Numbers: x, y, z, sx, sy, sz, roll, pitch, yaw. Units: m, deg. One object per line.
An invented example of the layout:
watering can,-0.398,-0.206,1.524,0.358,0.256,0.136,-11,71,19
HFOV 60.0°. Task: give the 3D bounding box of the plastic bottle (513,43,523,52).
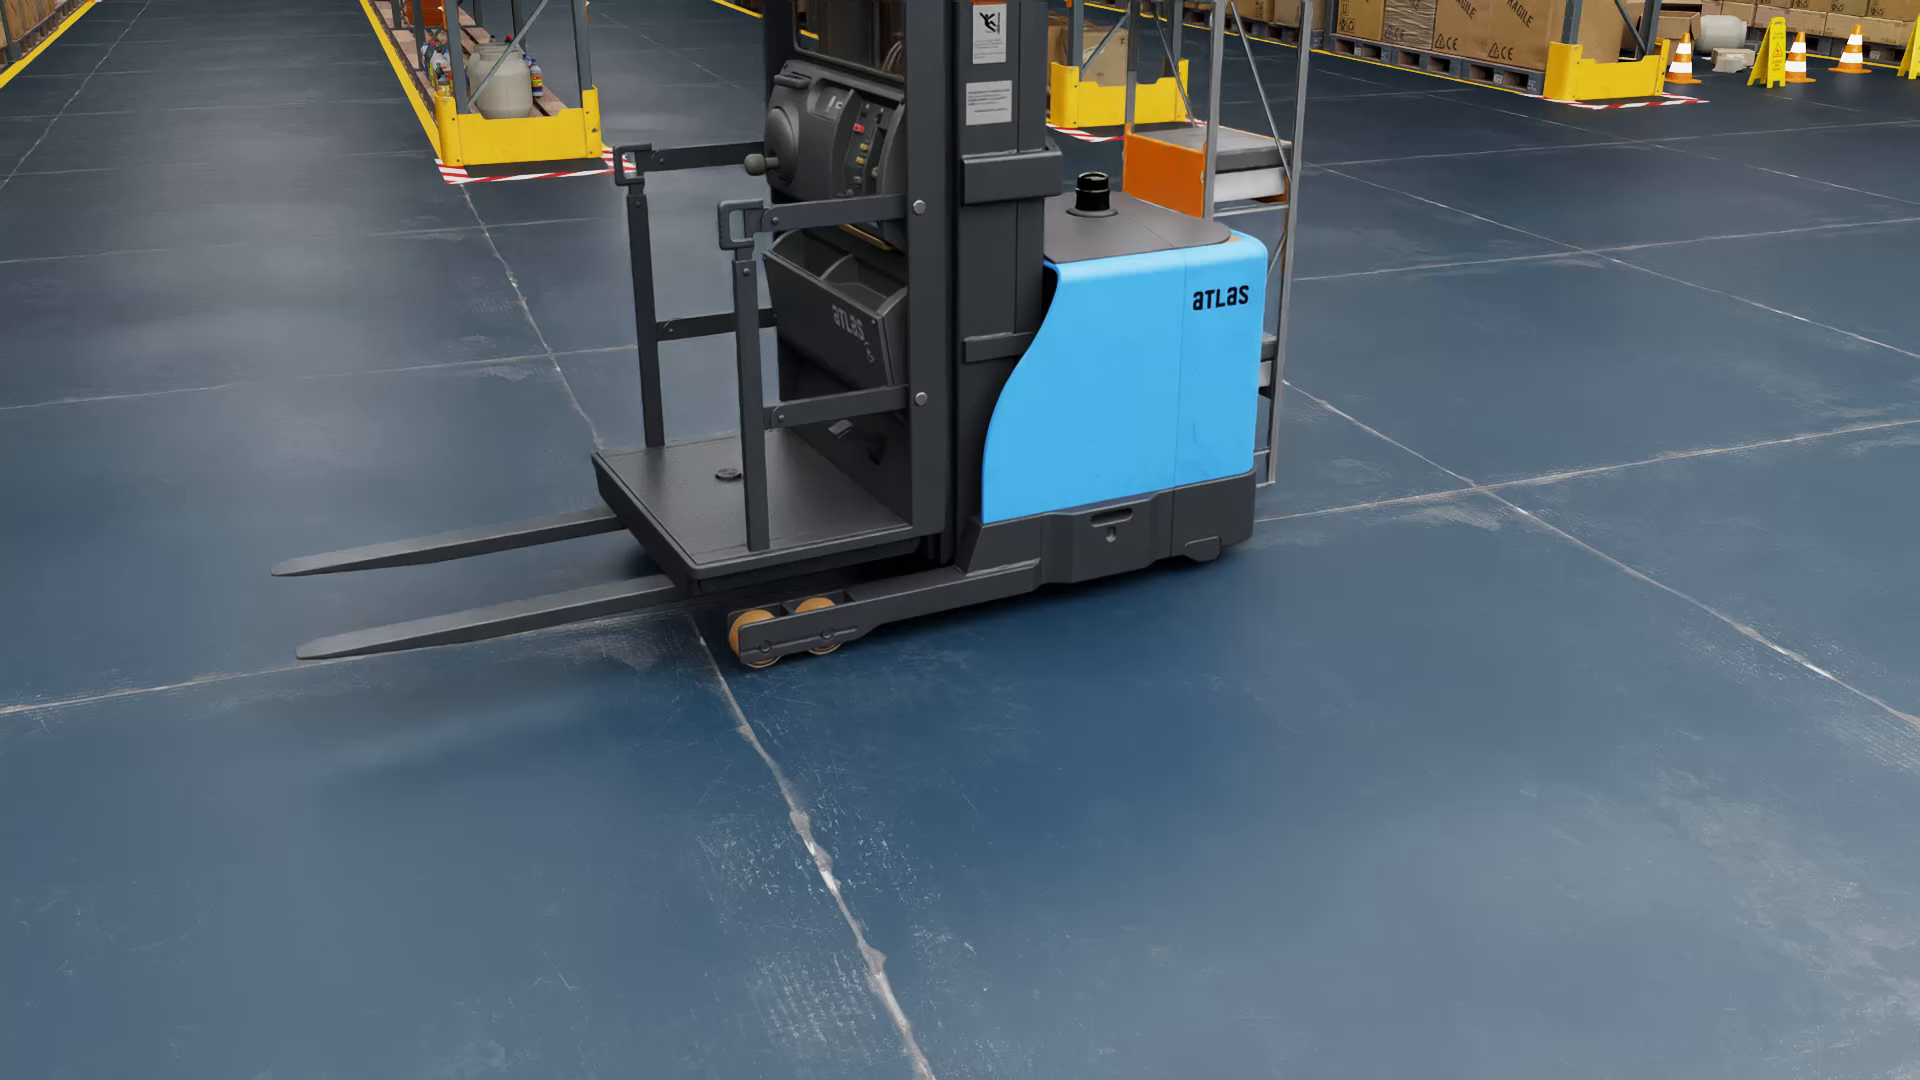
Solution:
plastic bottle,-3.984,-4.317,14.975,0.144,0.351,0.185,-8,24,-19

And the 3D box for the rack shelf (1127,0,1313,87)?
rack shelf,0.886,-1.855,5.680,0.431,0.518,0.480,-12,26,-26

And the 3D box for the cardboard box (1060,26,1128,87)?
cardboard box,1.178,-4.214,14.563,0.500,0.500,0.500,-4,23,-9

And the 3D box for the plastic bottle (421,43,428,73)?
plastic bottle,-4.961,-4.486,15.478,0.097,0.271,0.097,0,23,0

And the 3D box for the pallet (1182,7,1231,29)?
pallet,3.441,-6.912,21.877,1.003,0.211,1.213,-8,24,-19

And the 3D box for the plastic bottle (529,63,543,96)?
plastic bottle,-3.599,-3.910,14.112,0.097,0.271,0.097,0,23,0

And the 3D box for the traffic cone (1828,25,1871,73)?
traffic cone,9.295,-5.113,17.285,0.336,0.463,0.334,-8,24,-19

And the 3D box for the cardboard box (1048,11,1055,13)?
cardboard box,0.576,-4.865,16.109,0.500,0.500,0.500,-11,25,-24

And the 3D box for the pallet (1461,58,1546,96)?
pallet,5.703,-4.581,16.348,1.003,0.211,1.213,-8,24,-19

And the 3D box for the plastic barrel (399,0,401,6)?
plastic barrel,-6.947,-6.996,21.149,0.421,0.512,0.421,0,23,0

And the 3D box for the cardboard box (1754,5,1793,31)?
cardboard box,9.586,-6.046,19.232,0.500,0.250,0.500,-9,24,-20

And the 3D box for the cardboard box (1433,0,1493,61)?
cardboard box,5.445,-5.358,16.795,0.875,0.875,0.875,-9,24,-20

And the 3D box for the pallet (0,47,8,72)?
pallet,-10.458,-4.902,17.109,1.003,0.211,1.213,-8,24,-19

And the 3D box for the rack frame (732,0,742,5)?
rack frame,-2.856,-9.303,23.960,1.000,3.000,0.127,-8,24,-19

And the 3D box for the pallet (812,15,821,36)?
pallet,-1.168,-6.281,20.379,1.003,0.211,1.213,-8,24,-19

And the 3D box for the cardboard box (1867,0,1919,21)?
cardboard box,10.127,-5.830,17.754,0.500,0.500,0.500,-8,24,-19

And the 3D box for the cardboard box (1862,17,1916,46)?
cardboard box,10.108,-5.494,17.924,0.500,0.250,0.500,-8,24,-19

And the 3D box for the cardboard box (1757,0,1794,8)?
cardboard box,9.579,-6.395,19.095,0.500,0.500,0.500,-7,24,-16

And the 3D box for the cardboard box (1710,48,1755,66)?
cardboard box,8.302,-5.188,17.867,0.380,0.149,0.250,4,23,9

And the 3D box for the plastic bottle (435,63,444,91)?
plastic bottle,-4.368,-3.861,13.980,0.061,0.283,0.133,-8,24,-18

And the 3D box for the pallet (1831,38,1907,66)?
pallet,10.373,-5.345,18.160,1.003,0.211,1.213,-8,24,-19

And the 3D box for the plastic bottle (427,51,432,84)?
plastic bottle,-4.681,-4.183,14.744,0.061,0.283,0.133,-7,24,-17

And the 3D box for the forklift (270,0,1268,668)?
forklift,-0.563,-1.211,4.848,3.031,2.935,1.130,-11,25,-25

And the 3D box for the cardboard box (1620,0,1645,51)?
cardboard box,7.327,-5.844,18.793,0.797,0.637,0.503,-8,24,-19

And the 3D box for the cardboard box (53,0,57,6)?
cardboard box,-12.071,-7.091,21.608,0.500,0.311,0.500,-8,24,-19

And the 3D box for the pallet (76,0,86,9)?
pallet,-13.229,-7.796,23.976,1.003,0.211,1.213,-8,24,-19

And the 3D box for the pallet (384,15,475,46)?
pallet,-6.394,-6.166,20.107,1.003,0.211,1.213,-8,24,-19

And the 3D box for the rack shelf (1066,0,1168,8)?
rack shelf,0.677,-5.338,15.479,1.077,0.370,4.000,-8,24,-19

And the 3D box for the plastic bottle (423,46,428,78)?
plastic bottle,-4.821,-4.375,15.208,0.152,0.276,0.135,-7,24,-17

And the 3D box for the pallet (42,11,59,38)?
pallet,-11.802,-6.370,20.591,1.003,0.211,1.213,-8,24,-19

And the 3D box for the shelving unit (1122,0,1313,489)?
shelving unit,0.885,-1.222,5.946,0.431,2.100,0.503,-12,26,-26

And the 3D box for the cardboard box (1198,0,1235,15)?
cardboard box,3.676,-7.099,21.088,1.050,0.750,0.750,-8,24,-18

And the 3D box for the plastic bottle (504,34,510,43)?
plastic bottle,-4.166,-4.504,15.419,0.144,0.351,0.185,-9,24,-20

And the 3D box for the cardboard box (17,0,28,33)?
cardboard box,-10.796,-5.937,18.625,0.500,0.500,0.500,-9,25,-21

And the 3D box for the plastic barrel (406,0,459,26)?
plastic barrel,-6.265,-6.539,19.656,0.600,0.830,0.708,-8,24,-19

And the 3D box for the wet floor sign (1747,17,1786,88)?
wet floor sign,7.922,-4.763,16.220,0.267,0.644,0.232,-13,26,-28

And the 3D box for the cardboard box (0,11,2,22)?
cardboard box,-10.296,-5.520,17.262,0.500,0.311,0.500,-8,24,-18

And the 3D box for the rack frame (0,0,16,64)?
rack frame,-10.712,-6.492,17.290,1.000,3.000,0.127,-8,24,-19

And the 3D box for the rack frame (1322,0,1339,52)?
rack frame,4.646,-7.040,18.591,1.000,3.000,0.127,-8,24,-19

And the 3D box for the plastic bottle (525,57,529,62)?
plastic bottle,-3.756,-4.071,14.493,0.097,0.271,0.097,0,23,0

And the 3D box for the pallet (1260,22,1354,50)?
pallet,4.303,-6.025,19.773,1.003,0.211,1.213,-8,24,-19

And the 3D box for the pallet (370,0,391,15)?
pallet,-7.786,-7.600,23.511,1.003,0.211,1.213,-8,24,-19

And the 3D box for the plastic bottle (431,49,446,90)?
plastic bottle,-4.484,-4.058,14.360,0.144,0.351,0.185,-7,24,-17

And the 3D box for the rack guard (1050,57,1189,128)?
rack guard,1.356,-3.819,14.166,1.175,0.500,0.348,-8,24,-19

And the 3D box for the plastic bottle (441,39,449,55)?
plastic bottle,-4.632,-4.368,15.096,0.144,0.351,0.185,-8,24,-19

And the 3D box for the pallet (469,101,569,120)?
pallet,-3.603,-3.295,13.297,1.003,0.211,1.213,-8,24,-19

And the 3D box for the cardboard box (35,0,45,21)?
cardboard box,-11.339,-6.493,19.945,0.500,0.500,0.500,-8,24,-18
